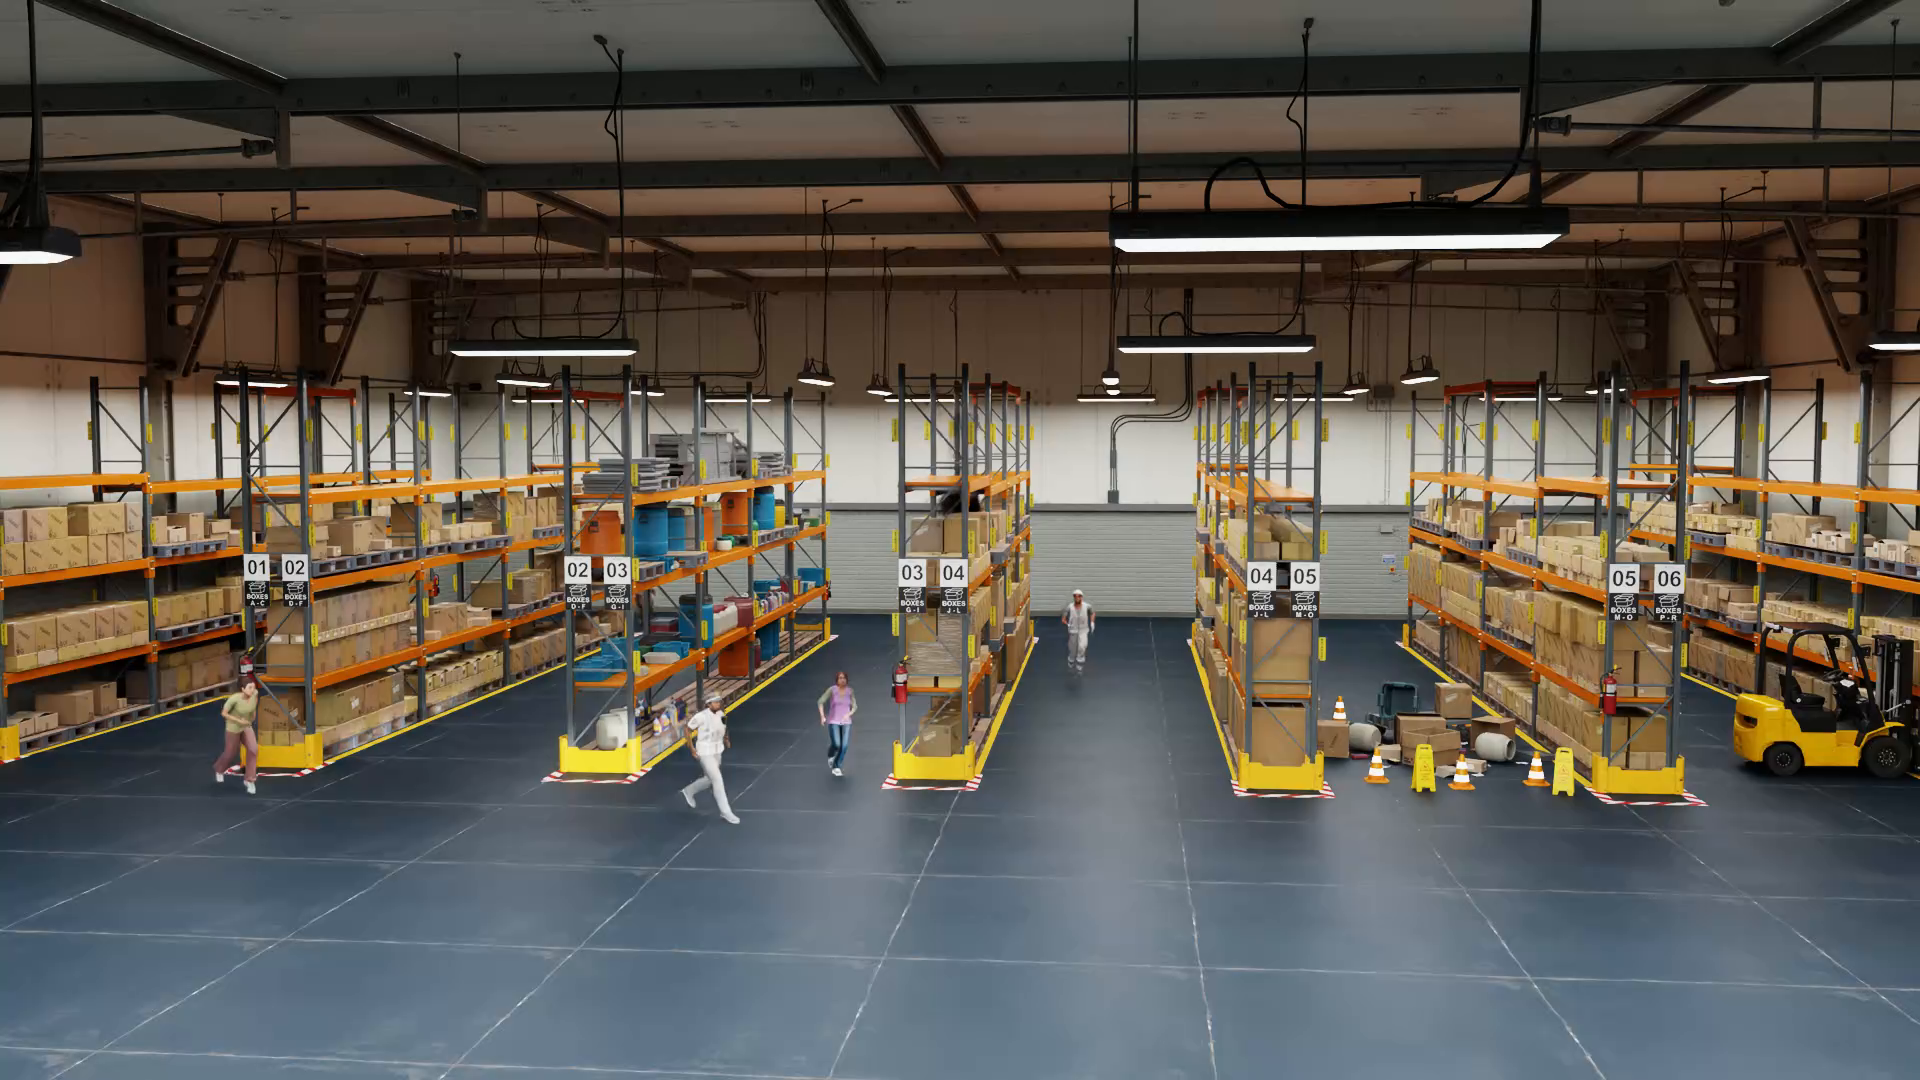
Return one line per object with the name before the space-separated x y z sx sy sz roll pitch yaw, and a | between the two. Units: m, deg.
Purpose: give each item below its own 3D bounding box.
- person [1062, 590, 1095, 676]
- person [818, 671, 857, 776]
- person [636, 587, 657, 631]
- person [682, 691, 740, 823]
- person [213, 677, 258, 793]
person | 2.333 1.843 32.779 0.667 1.754 0.931 0 4 2
person | -1.764 2.686 24.263 0.545 1.511 0.464 -1 4 -22
person | -8.060 1.442 42.150 0.712 1.738 0.643 -3 5 -43
person | -3.268 2.781 21.577 0.975 1.694 0.600 3 5 36
person | -10.210 2.724 23.435 0.972 1.641 0.616 2 4 32
